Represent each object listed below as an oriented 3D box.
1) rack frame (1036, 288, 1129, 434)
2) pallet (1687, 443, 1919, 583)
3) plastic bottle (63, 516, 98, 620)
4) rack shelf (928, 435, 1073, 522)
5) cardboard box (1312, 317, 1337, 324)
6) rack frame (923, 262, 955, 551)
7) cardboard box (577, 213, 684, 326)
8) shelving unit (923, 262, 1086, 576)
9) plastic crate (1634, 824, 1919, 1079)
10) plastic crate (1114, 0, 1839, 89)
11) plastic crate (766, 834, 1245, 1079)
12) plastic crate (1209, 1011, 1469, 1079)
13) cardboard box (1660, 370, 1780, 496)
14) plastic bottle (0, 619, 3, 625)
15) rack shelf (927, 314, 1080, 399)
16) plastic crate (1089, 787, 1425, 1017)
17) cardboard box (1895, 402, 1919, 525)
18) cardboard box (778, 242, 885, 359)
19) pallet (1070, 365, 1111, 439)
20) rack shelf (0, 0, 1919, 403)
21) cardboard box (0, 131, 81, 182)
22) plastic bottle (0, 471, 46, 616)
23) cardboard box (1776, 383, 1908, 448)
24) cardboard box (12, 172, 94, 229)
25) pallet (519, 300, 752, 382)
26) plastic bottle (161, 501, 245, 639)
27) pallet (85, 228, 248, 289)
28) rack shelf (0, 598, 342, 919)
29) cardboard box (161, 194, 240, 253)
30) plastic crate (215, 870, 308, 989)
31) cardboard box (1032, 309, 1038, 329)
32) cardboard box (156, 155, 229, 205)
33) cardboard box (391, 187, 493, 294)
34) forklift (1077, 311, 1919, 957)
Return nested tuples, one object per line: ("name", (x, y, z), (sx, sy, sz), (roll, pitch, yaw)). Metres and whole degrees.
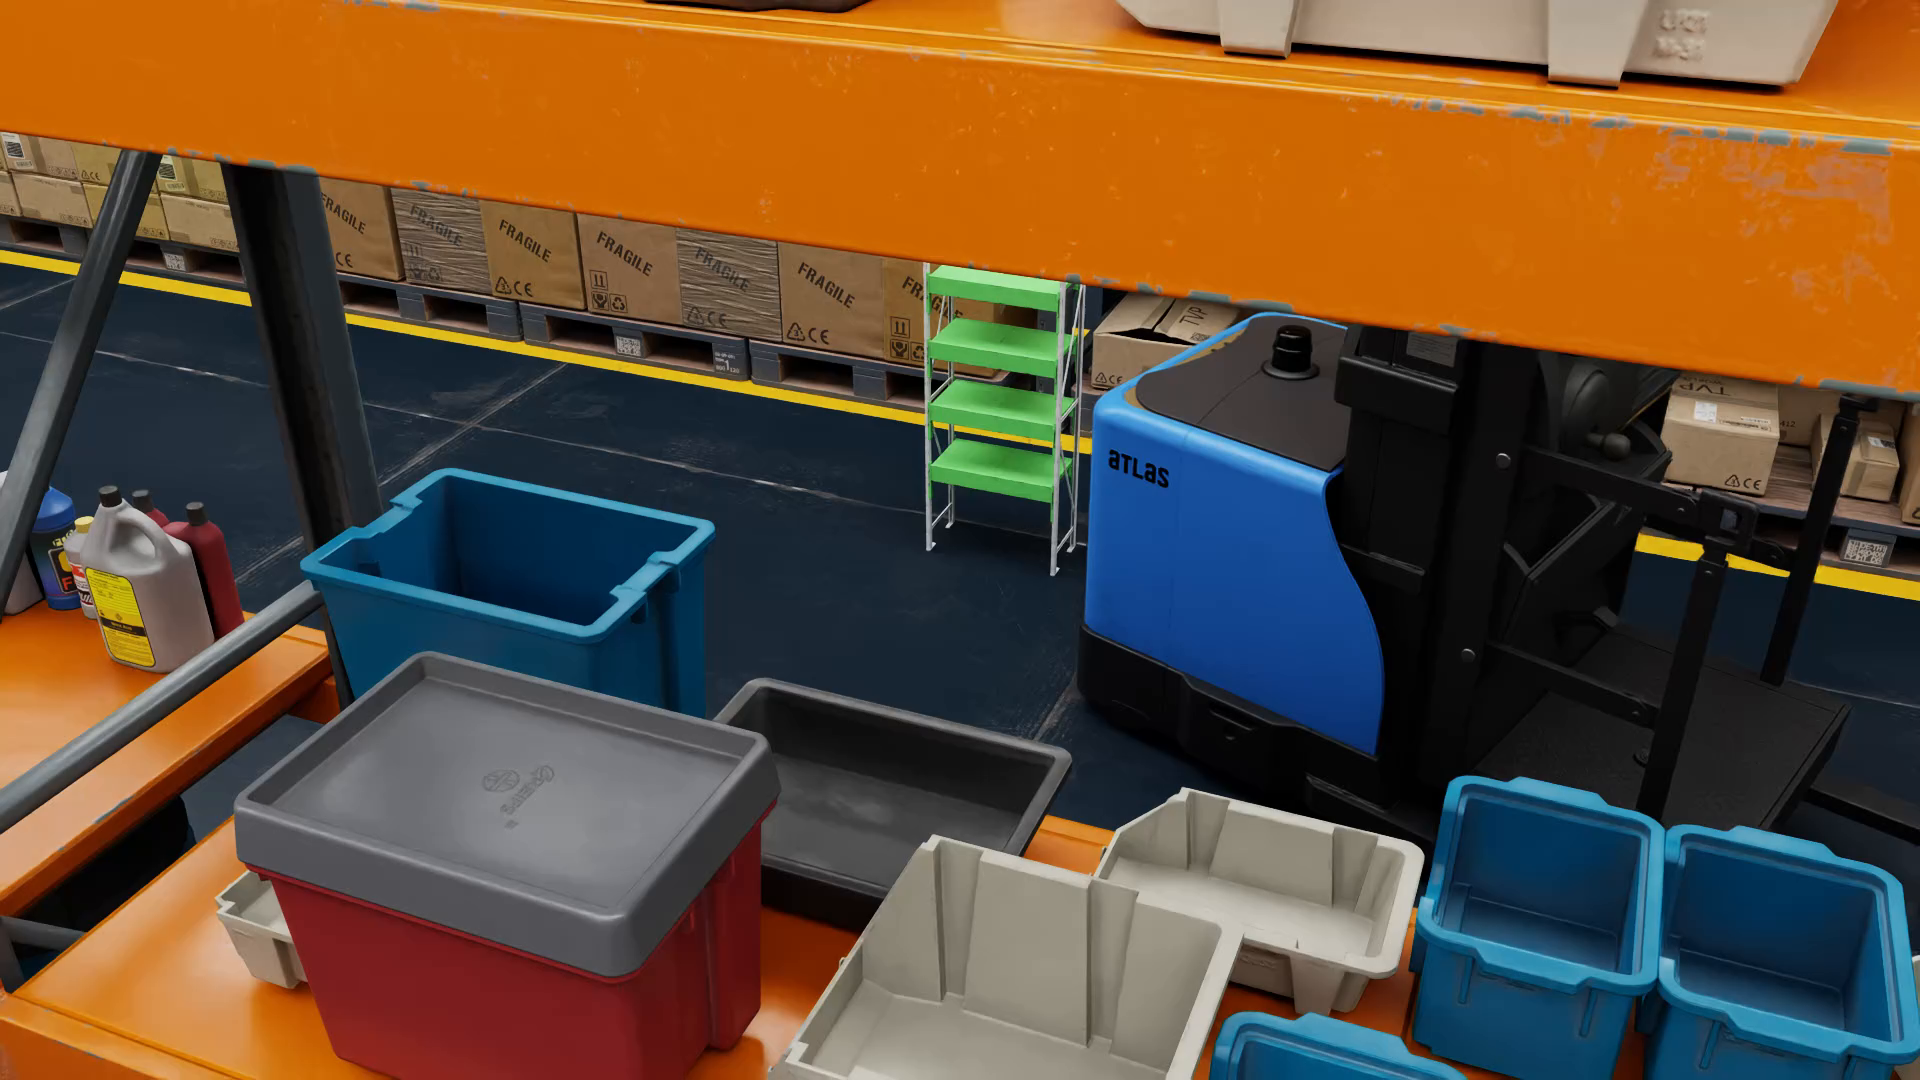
("rack frame", (0.562, -1.995, 6.731), (0.127, 3.000, 1.000), (11, 31, 19))
("pallet", (3.459, -0.202, 6.393), (1.213, 0.211, 1.003), (11, 31, 19))
("plastic bottle", (-1.720, 0.049, 3.316), (0.097, 0.201, 0.097), (0, 29, 0))
("rack shelf", (0.153, -0.227, 6.050), (0.480, 0.148, 0.258), (11, 31, 19))
("cardboard box", (1.567, -0.927, 7.292), (0.250, 0.149, 0.380), (11, 31, 19))
("rack frame", (-0.073, -0.537, 5.980), (0.015, 1.200, 0.240), (11, 31, 19))
("cardboard box", (-1.394, -1.340, 7.666), (0.500, 0.500, 0.500), (10, 31, 17))
("shelving unit", (0.153, -0.492, 5.901), (0.503, 1.200, 0.258), (11, 31, 19))
("plastic crate", (1.078, 0.610, 2.231), (0.300, 0.233, 0.416), (11, 31, 19))
("plastic crate", (0.395, -0.457, 1.230), (0.530, 0.136, 0.437), (11, 31, 19))
("plastic crate", (0.042, 0.655, 2.102), (0.530, 0.282, 0.437), (11, 31, 19))
("plastic crate", (0.403, 0.787, 1.919), (0.300, 0.233, 0.416), (11, 31, 19))
("cardboard box", (2.803, -0.427, 6.304), (0.500, 0.250, 0.500), (11, 31, 19))
("plastic bottle", (-1.958, 0.083, 3.257), (0.097, 0.201, 0.097), (0, 29, 0))
("rack shelf", (0.153, -0.645, 5.814), (0.480, 0.148, 0.258), (11, 31, 19))
("plastic crate", (0.423, 0.537, 2.459), (0.466, 0.136, 0.293), (11, 31, 19))
("cardboard box", (3.672, -0.346, 5.908), (0.500, 0.500, 0.500), (11, 31, 19))
("cardboard box", (-0.458, -1.154, 7.337), (0.500, 0.500, 0.500), (11, 31, 19))
("pallet", (1.198, -0.653, 7.192), (1.213, 0.211, 1.003), (11, 31, 19))
("rack shelf", (0.550, -0.360, 1.521), (4.000, 0.370, 1.077), (11, 31, 19))
("cardboard box", (-4.673, -2.137, 8.780), (0.500, 0.311, 0.500), (11, 31, 19))
("plastic bottle", (-1.928, -0.010, 3.345), (0.135, 0.276, 0.152), (11, 31, 19))
("cardboard box", (3.408, -0.572, 6.560), (0.500, 0.250, 0.500), (11, 31, 19))
("cardboard box", (-4.667, -1.895, 8.922), (0.500, 0.250, 0.500), (12, 32, 20))
("pallet", (-1.340, -1.139, 8.051), (1.213, 0.211, 1.003), (11, 31, 19))
("plastic bottle", (-1.483, 0.051, 3.229), (0.133, 0.283, 0.061), (11, 31, 19))
("pallet", (-3.893, -1.691, 9.027), (1.213, 0.211, 1.003), (11, 31, 19))
("rack shelf", (-3.157, 0.206, 3.568), (4.000, 0.370, 1.077), (11, 31, 19))
("cardboard box", (-3.724, -1.707, 8.589), (0.500, 0.250, 0.500), (12, 32, 20))
("plastic crate", (-0.926, 0.503, 2.519), (0.243, 0.136, 0.396), (11, 31, 19))
("cardboard box", (0.206, -1.299, 7.593), (0.500, 0.500, 0.500), (10, 31, 17))
("cardboard box", (-3.722, -1.949, 8.448), (0.500, 0.311, 0.500), (12, 32, 20))
("cardboard box", (-2.343, -1.529, 8.001), (0.500, 0.500, 0.500), (10, 31, 17))
("forklift", (1.815, -0.455, 4.076), (3.031, 2.935, 1.130), (23, 37, 35))
